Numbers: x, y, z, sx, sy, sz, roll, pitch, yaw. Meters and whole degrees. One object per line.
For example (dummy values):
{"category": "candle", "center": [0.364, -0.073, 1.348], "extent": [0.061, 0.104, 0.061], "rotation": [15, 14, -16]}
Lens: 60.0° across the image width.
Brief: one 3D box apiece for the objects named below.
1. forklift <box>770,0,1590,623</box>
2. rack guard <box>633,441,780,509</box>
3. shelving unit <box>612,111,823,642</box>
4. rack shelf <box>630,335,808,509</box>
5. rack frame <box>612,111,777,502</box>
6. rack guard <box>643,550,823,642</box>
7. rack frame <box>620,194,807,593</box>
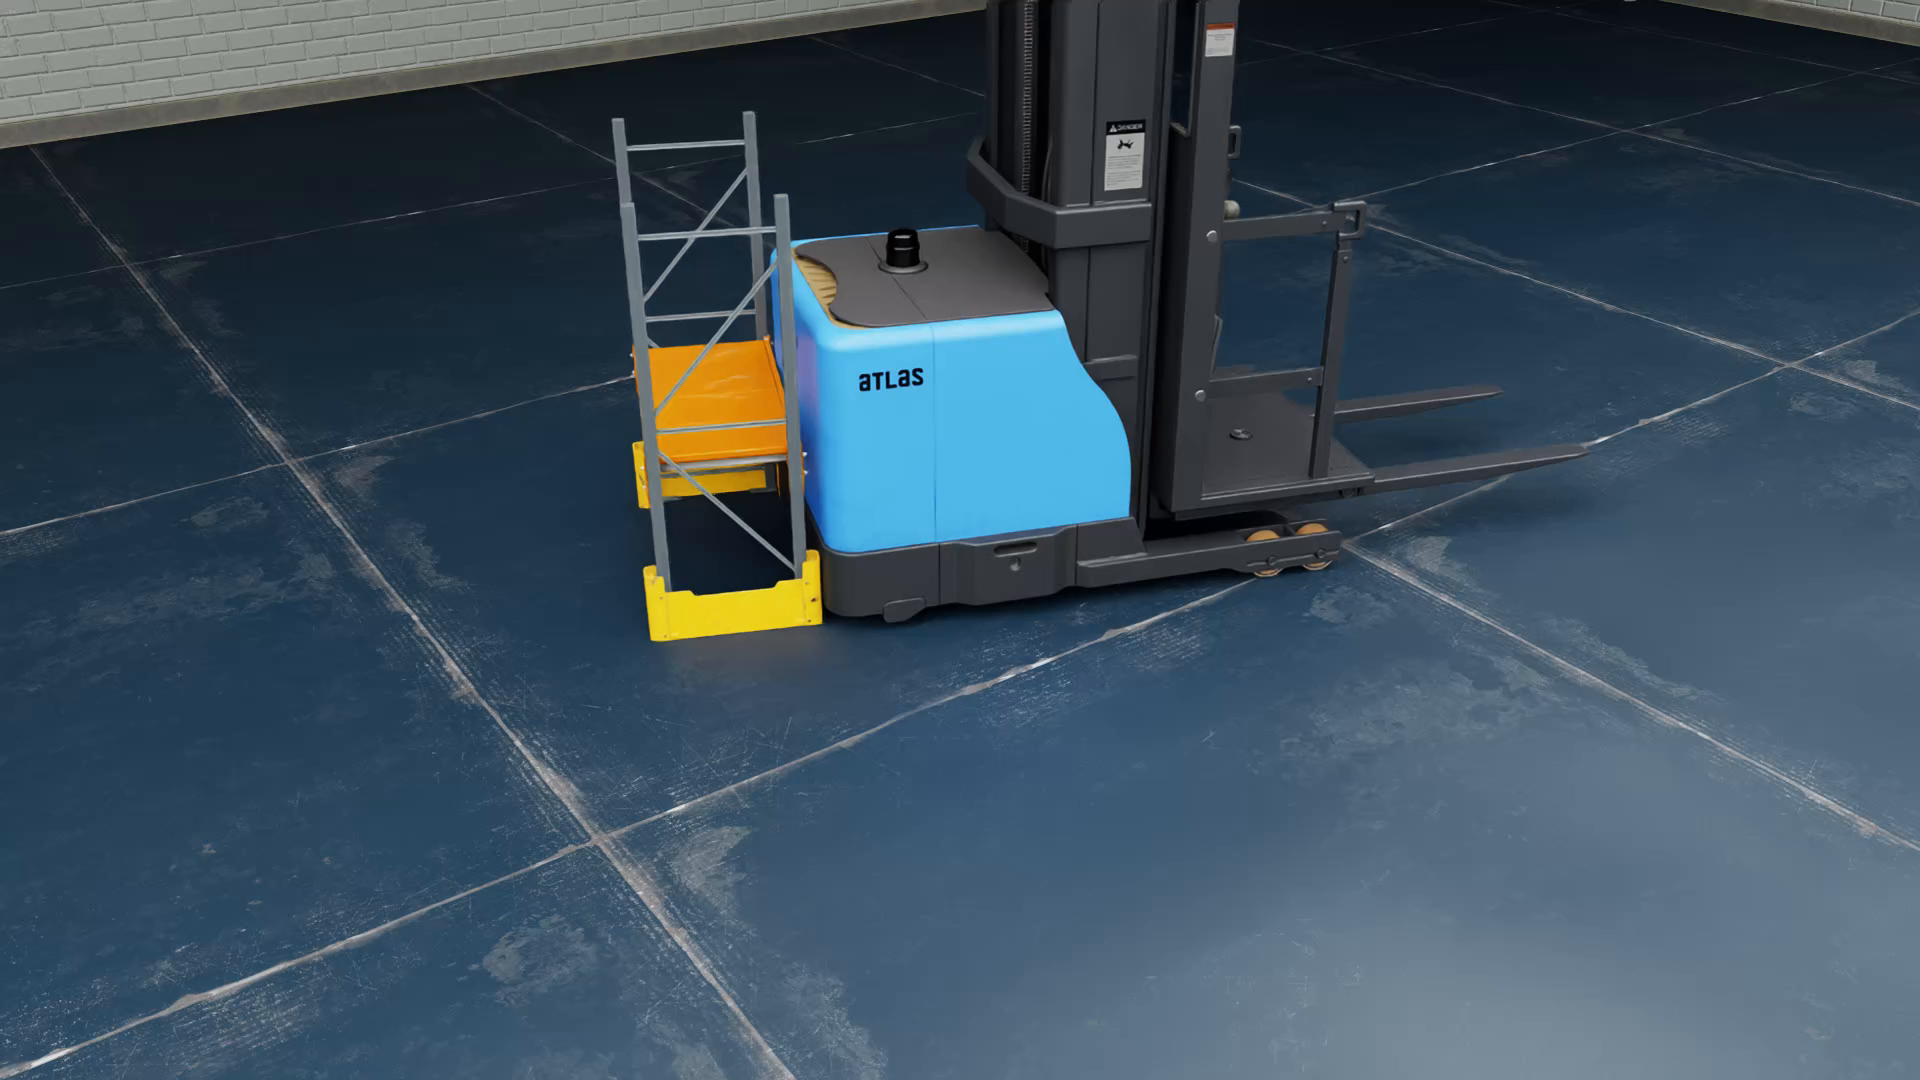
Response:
{"category": "forklift", "center": [0.881, -1.388, 5.735], "extent": [3.031, 2.935, 1.130], "rotation": [-8, 29, -14]}
{"category": "rack guard", "center": [-0.969, -0.277, 6.497], "extent": [0.587, 0.250, 0.087], "rotation": [-6, 29, -10]}
{"category": "shelving unit", "center": [-0.867, -0.593, 5.771], "extent": [0.587, 1.500, 1.083], "rotation": [-6, 29, -10]}
{"category": "rack shelf", "center": [-0.869, -0.439, 5.864], "extent": [0.538, 0.185, 1.000], "rotation": [-6, 29, -10]}
{"category": "rack frame", "center": [-0.973, -0.835, 6.216], "extent": [0.500, 1.500, 0.032], "rotation": [-6, 29, -10]}
{"category": "rack guard", "center": [-0.765, 0.189, 5.641], "extent": [0.587, 0.250, 0.087], "rotation": [-6, 29, -10]}
{"category": "rack frame", "center": [-0.765, -0.360, 5.341], "extent": [0.500, 1.500, 0.032], "rotation": [-6, 29, -10]}
